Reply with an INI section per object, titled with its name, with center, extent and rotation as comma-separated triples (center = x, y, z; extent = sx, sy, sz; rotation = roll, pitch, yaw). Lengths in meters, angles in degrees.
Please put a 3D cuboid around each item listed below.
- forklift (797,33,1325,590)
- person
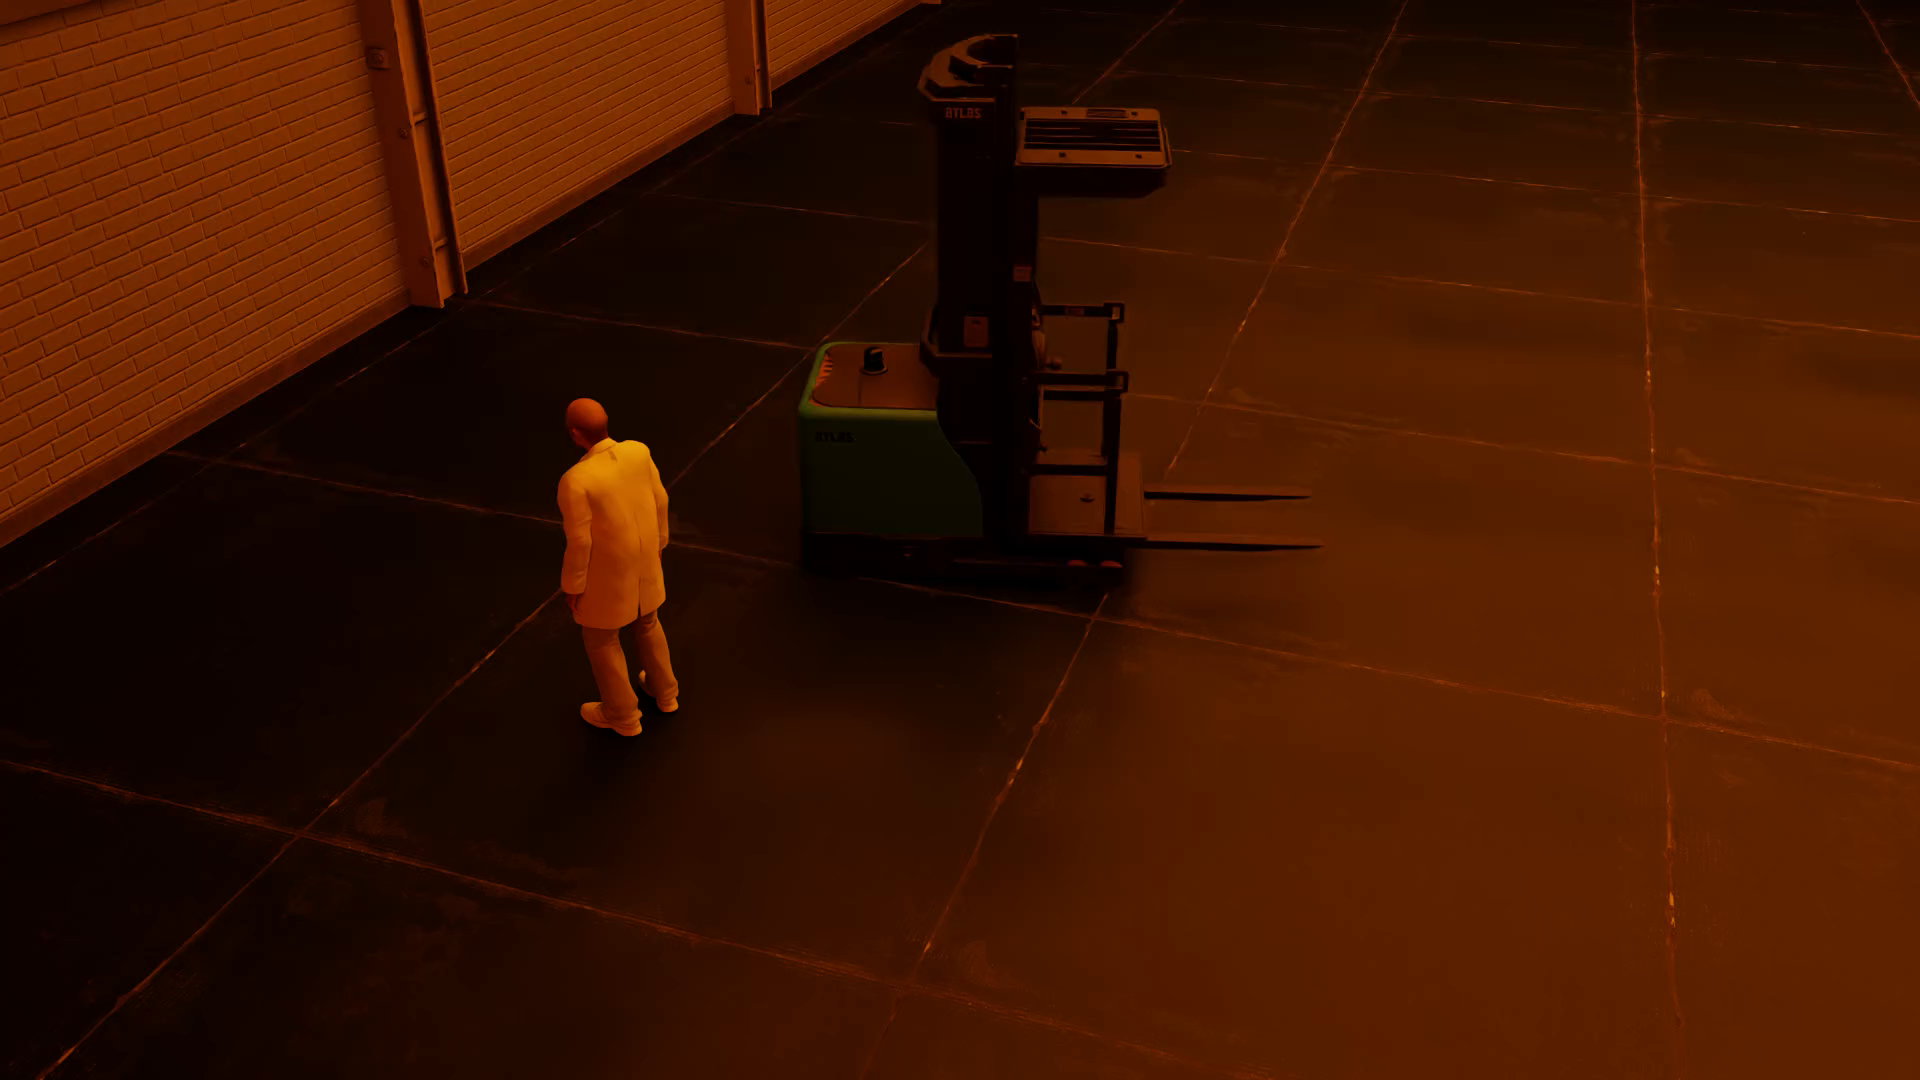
[forklift]
center = 0.614, -1.260, 9.347
extent = 3.031, 2.935, 1.130
rotation = 2, 30, 3
[person]
center = -1.676, 0.131, 8.077
extent = 0.429, 1.772, 0.643
rotation = 22, 36, 33
